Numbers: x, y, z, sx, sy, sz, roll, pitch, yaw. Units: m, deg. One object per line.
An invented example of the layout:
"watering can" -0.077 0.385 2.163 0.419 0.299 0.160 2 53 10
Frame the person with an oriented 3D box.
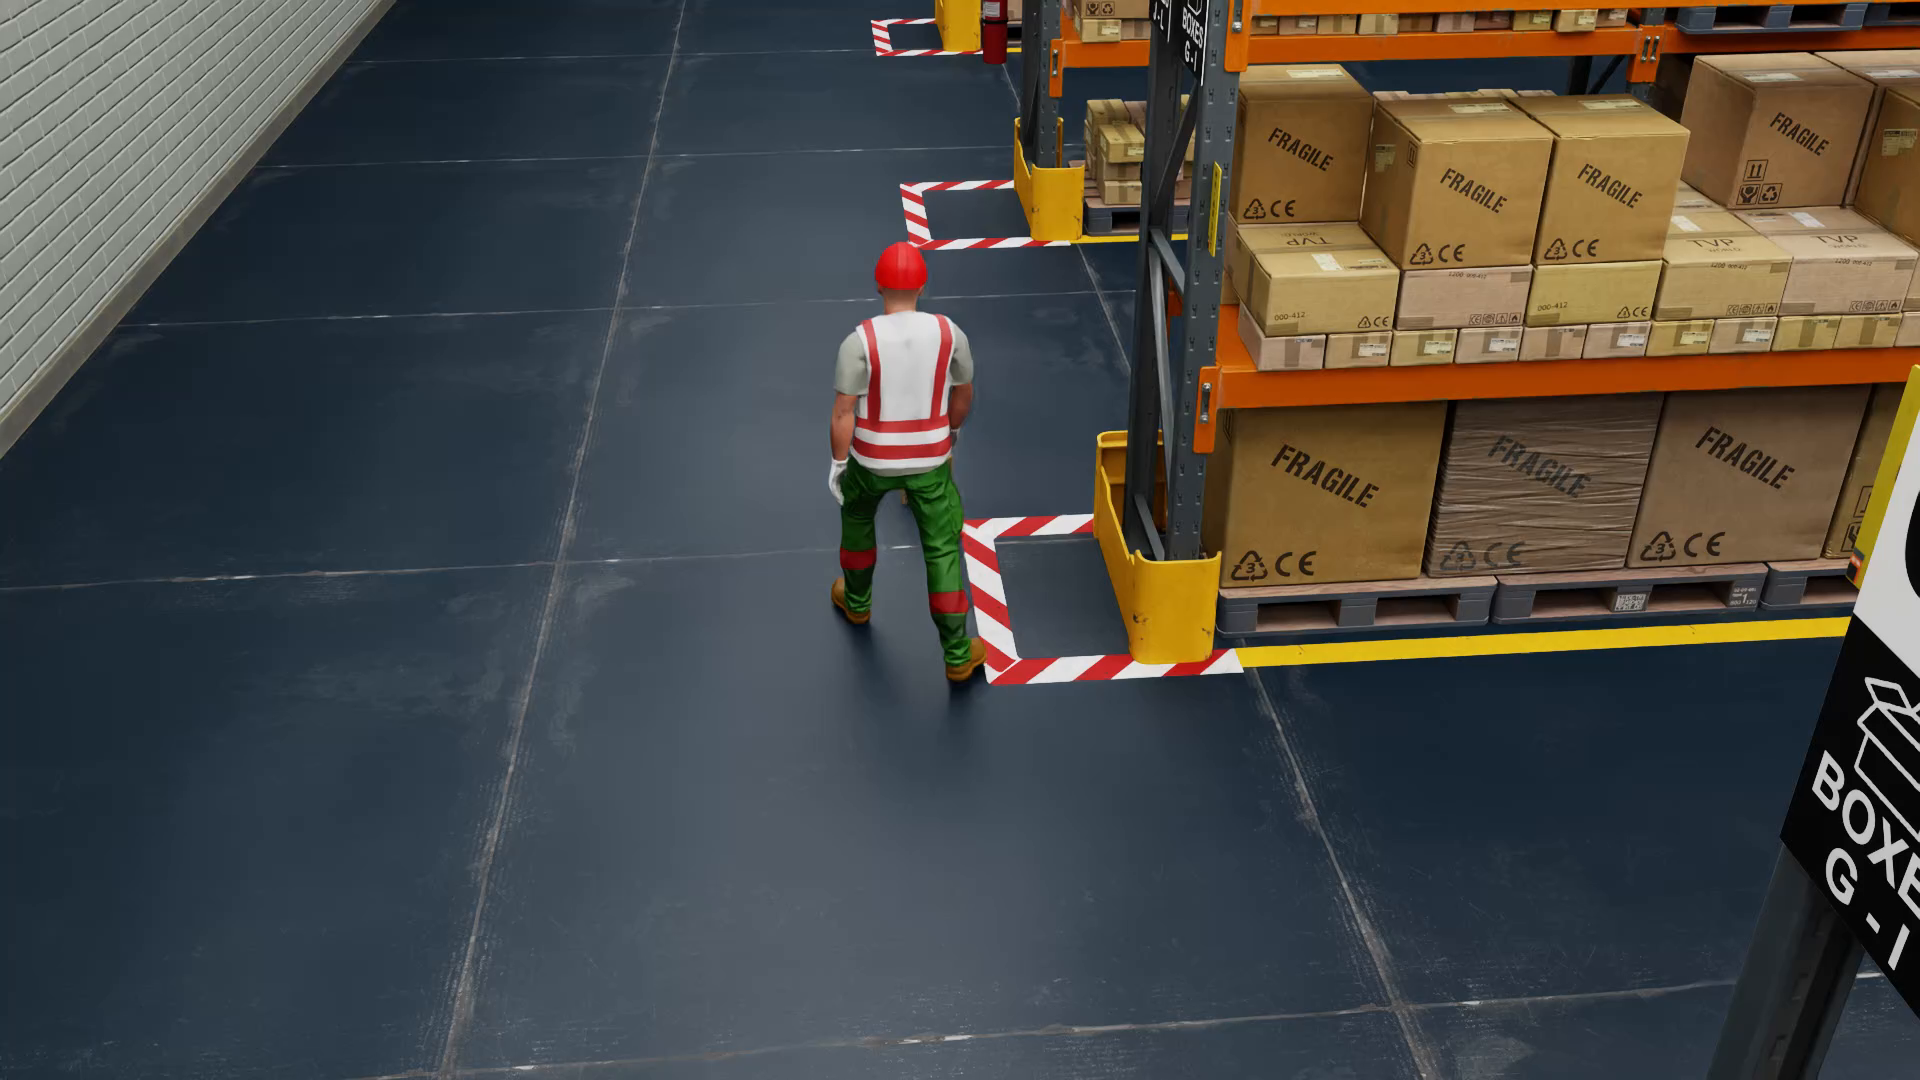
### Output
"person" -0.226 -0.323 6.684 0.618 1.729 0.836 -4 31 -7
